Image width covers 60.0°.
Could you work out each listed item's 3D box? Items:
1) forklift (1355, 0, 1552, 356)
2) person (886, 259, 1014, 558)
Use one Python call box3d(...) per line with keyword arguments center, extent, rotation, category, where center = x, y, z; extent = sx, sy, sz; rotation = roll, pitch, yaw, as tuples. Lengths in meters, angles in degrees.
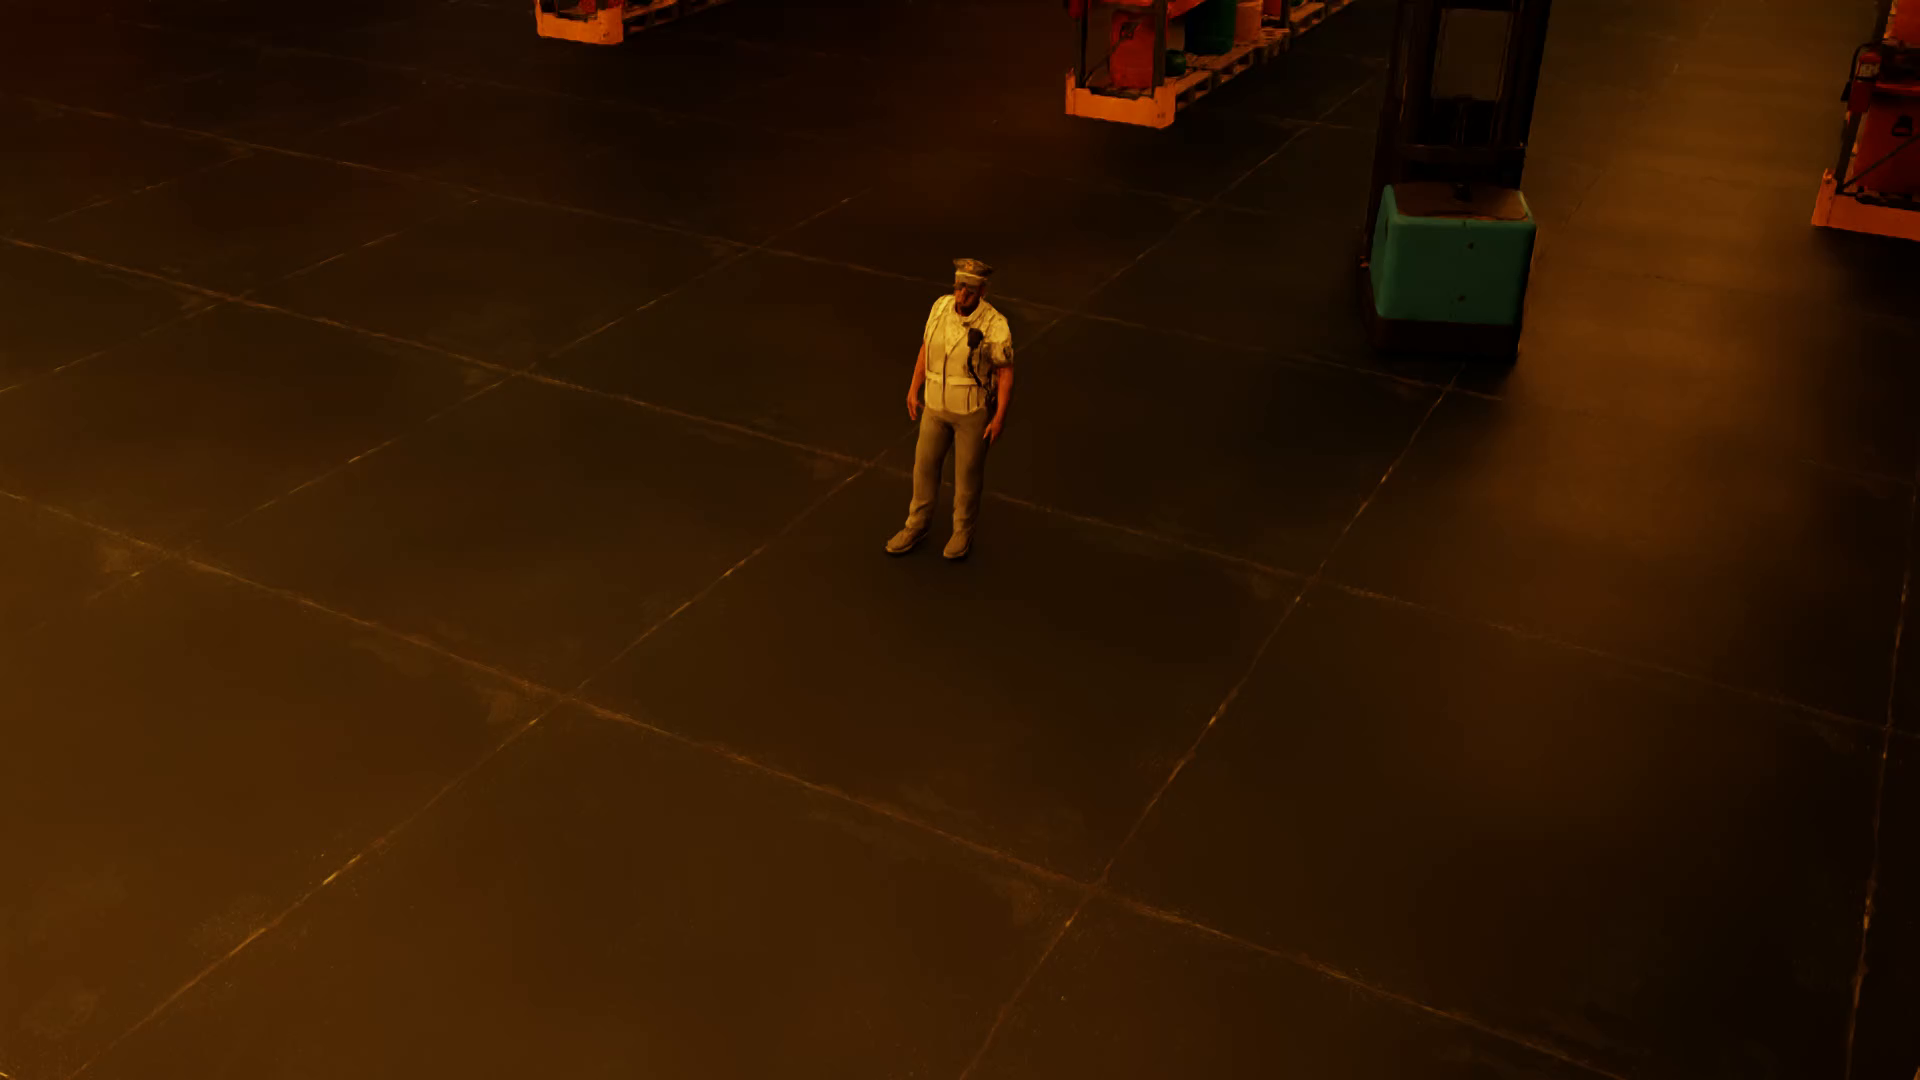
box3d(center=(3.807, -3.335, 12.850), extent=(1.130, 2.935, 3.031), rotation=(4, 30, 8), category="forklift")
box3d(center=(-0.048, -0.748, 9.499), extent=(0.640, 1.781, 0.574), rotation=(15, 33, 25), category="person")
